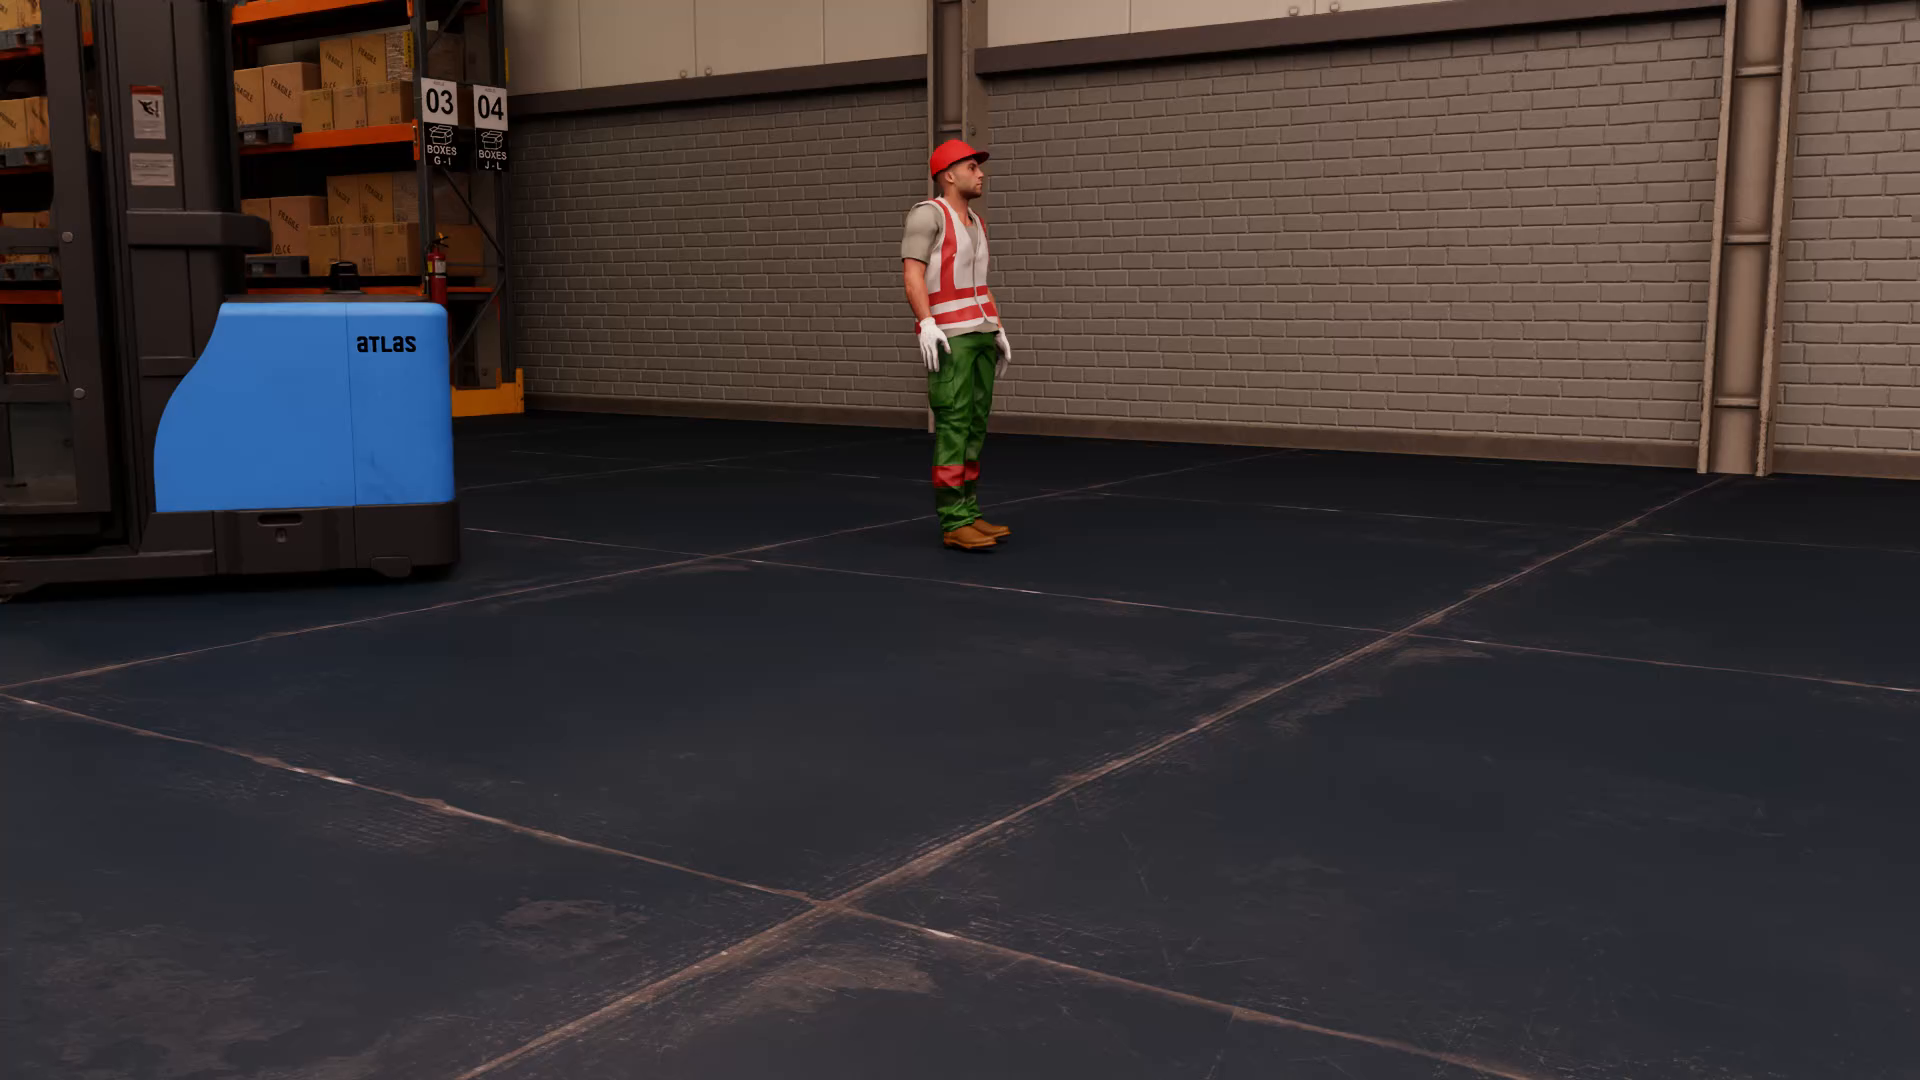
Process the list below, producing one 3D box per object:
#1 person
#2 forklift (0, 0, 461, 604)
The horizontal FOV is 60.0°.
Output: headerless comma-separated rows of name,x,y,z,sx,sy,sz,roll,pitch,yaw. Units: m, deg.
person,0.060,-0.885,7.423,0.564,1.787,0.638,5,10,34
forklift,-3.534,-1.295,6.300,3.031,2.935,1.130,-2,8,-17
